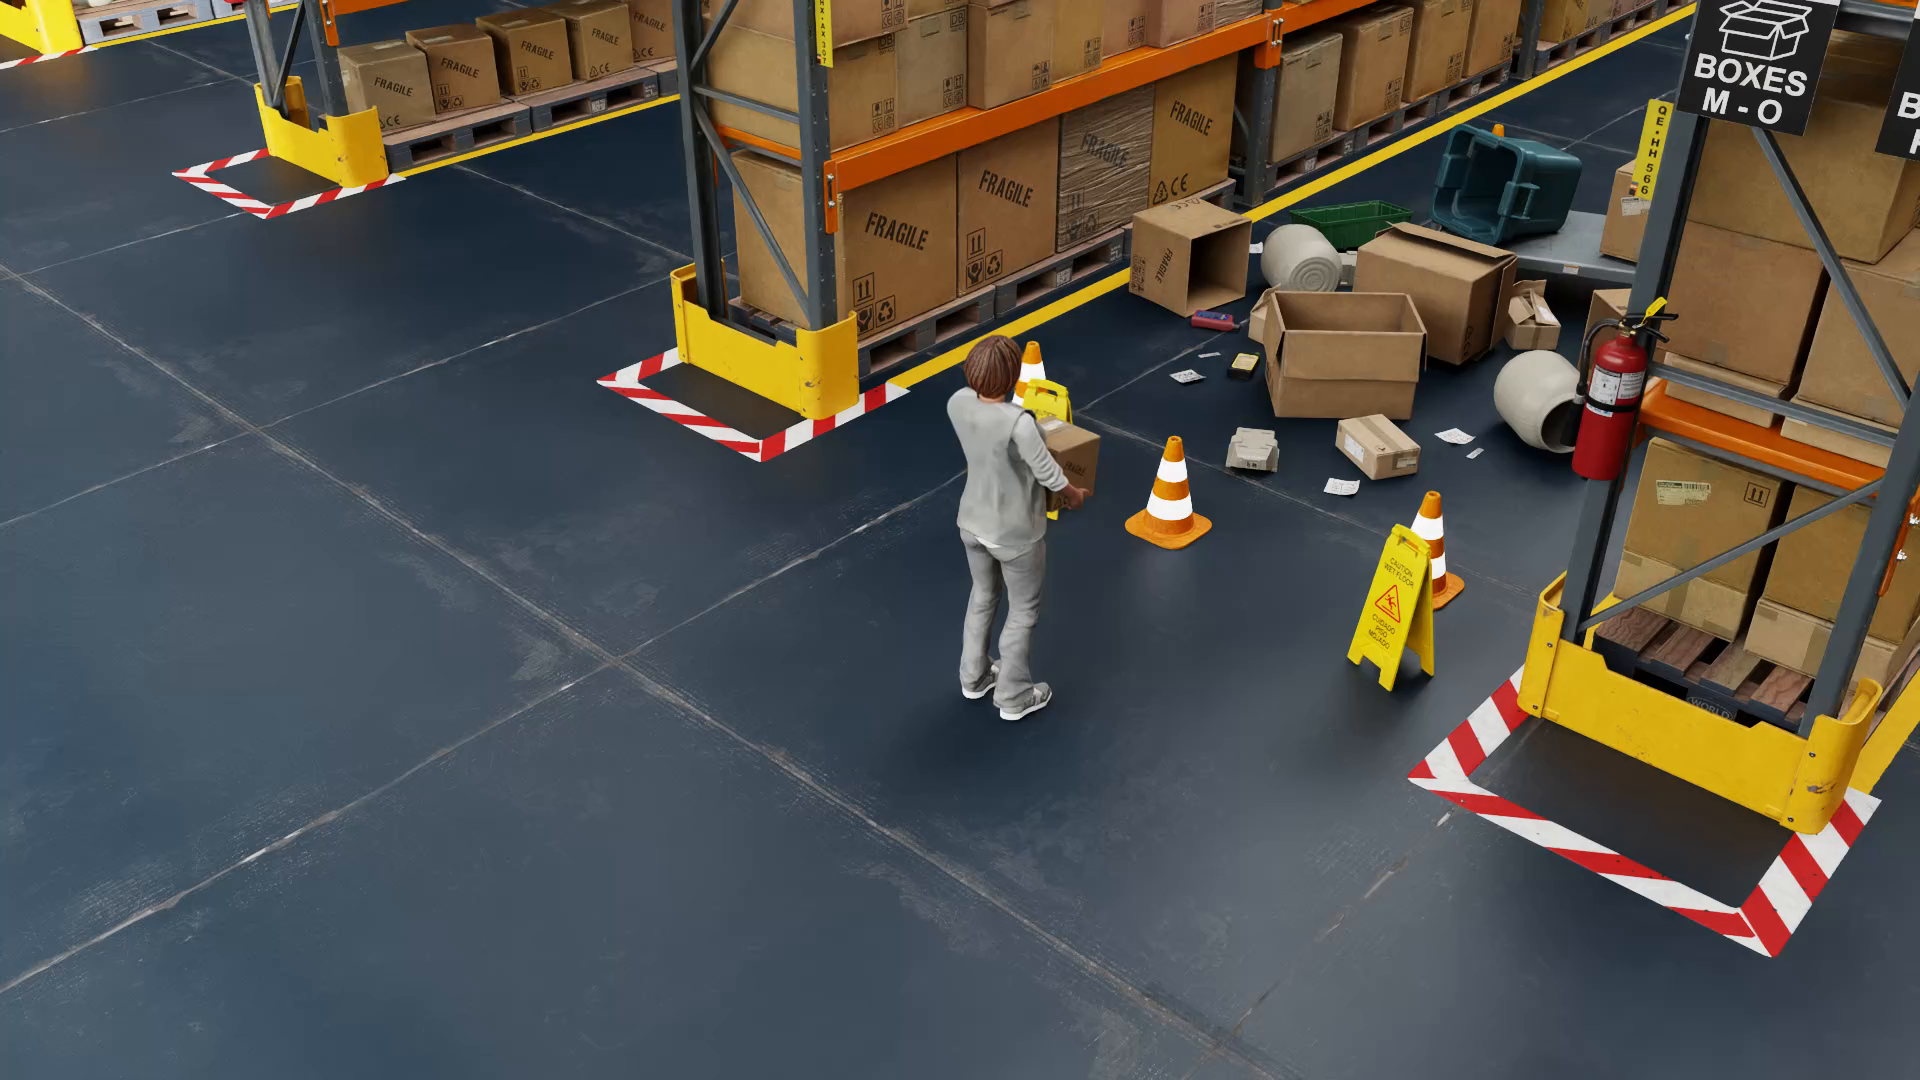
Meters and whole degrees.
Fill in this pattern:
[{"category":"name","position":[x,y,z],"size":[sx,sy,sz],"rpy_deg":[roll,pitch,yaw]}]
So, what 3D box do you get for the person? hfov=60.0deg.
[{"category":"person","position":[0.221,-0.076,6.273],"size":[0.404,1.593,0.494],"rpy_deg":[26,40,36]}]
